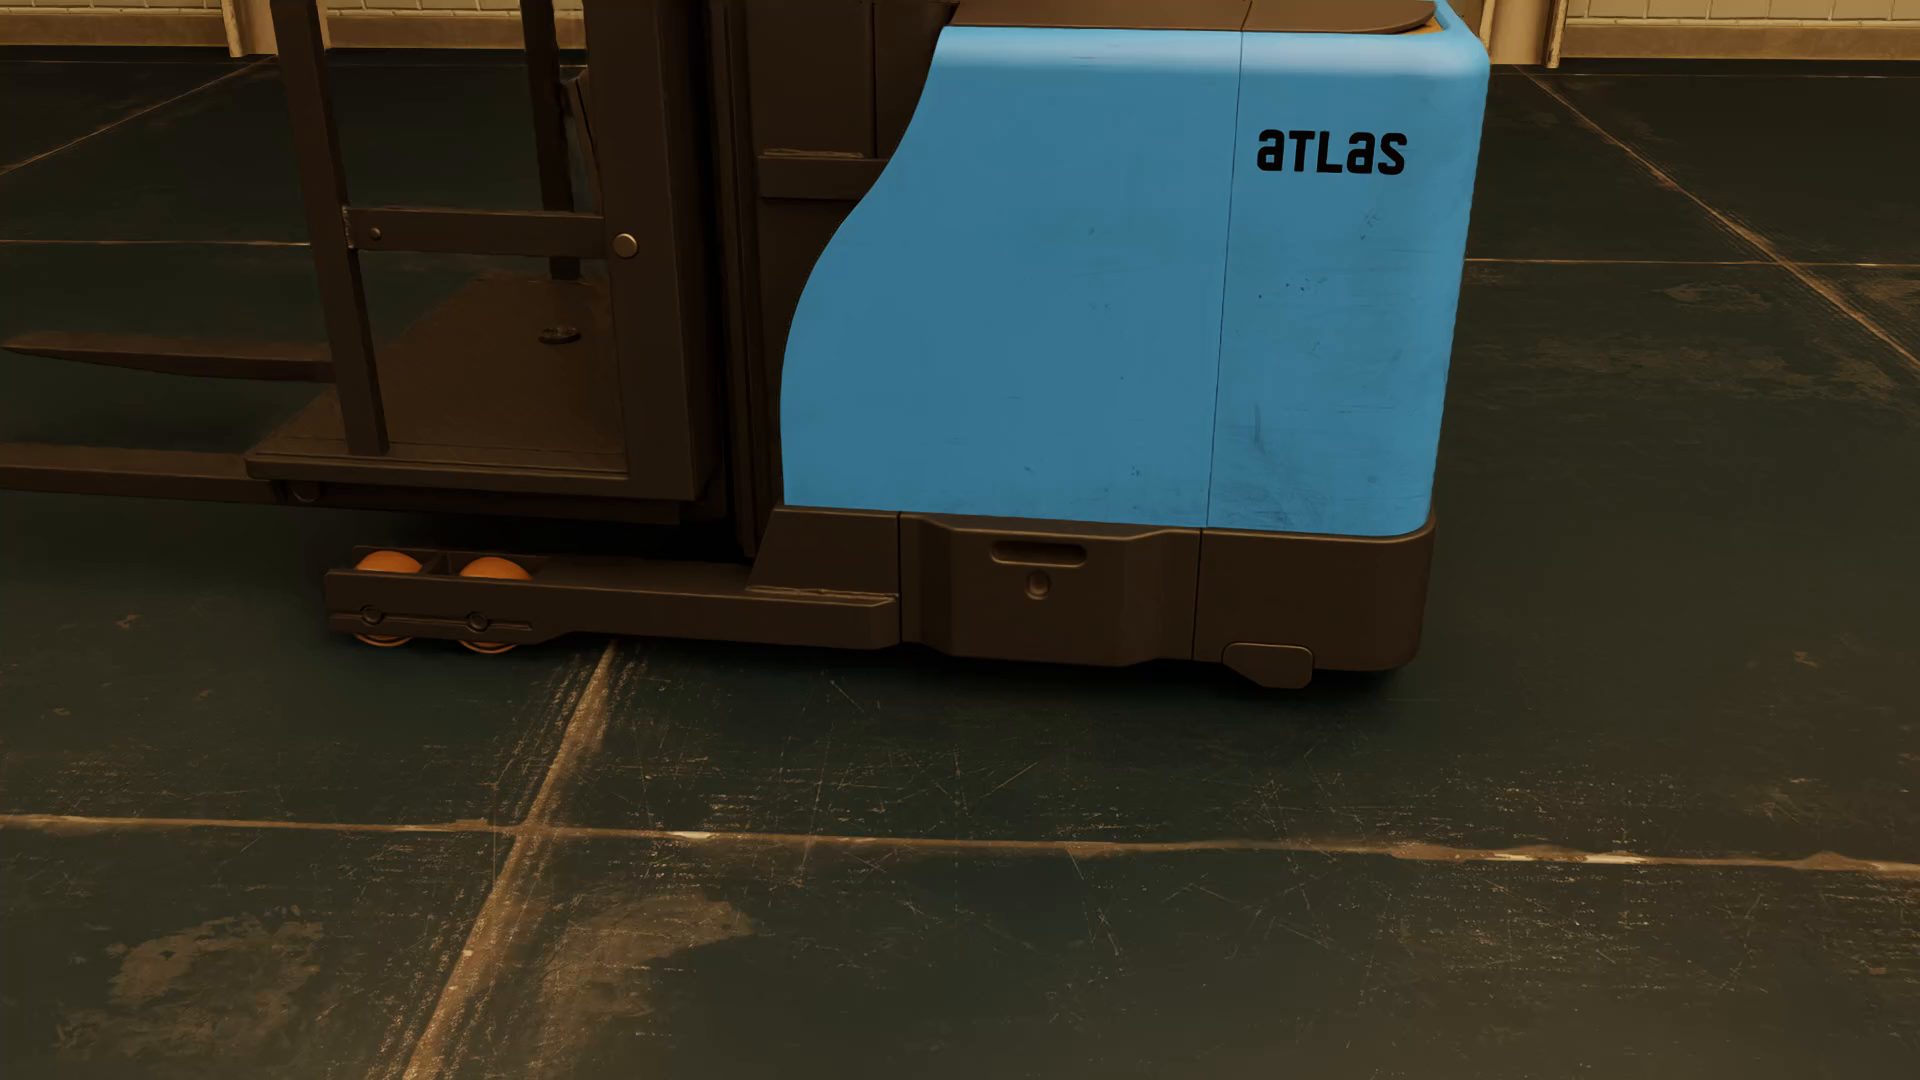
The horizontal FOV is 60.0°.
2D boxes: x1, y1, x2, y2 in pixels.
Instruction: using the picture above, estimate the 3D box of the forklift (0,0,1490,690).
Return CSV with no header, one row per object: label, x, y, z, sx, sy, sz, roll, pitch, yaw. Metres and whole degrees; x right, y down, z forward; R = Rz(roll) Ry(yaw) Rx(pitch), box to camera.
forklift,-0.675,-1.342,2.740,3.031,2.935,1.130,3,26,7
